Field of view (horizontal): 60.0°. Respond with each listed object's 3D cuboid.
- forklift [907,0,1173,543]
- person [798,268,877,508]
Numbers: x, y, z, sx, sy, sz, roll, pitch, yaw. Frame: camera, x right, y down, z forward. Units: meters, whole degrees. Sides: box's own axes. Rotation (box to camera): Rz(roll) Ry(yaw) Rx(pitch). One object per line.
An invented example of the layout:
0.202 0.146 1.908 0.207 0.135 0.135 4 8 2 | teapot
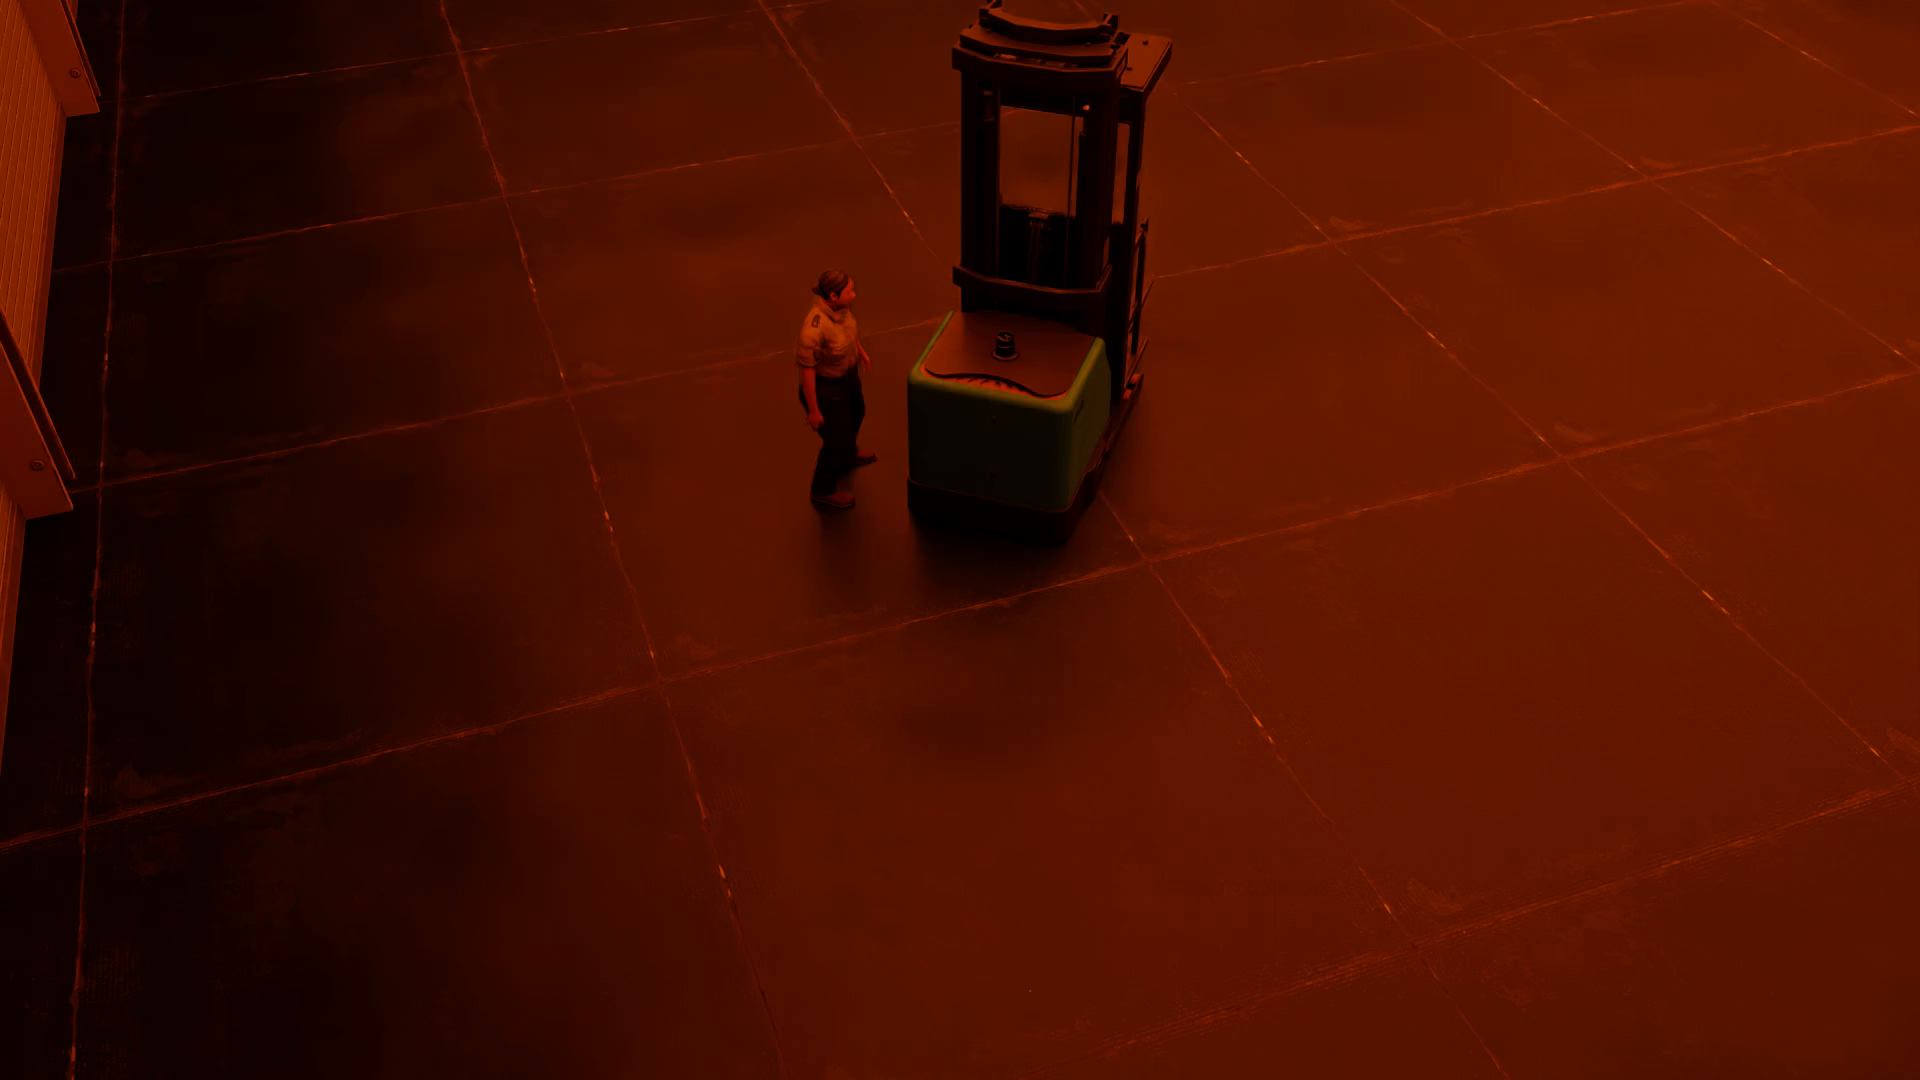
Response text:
0.625 -2.060 10.450 1.130 2.935 3.031 12 42 14 | forklift
-0.769 -0.972 10.171 0.342 1.629 0.741 11 41 13 | person
